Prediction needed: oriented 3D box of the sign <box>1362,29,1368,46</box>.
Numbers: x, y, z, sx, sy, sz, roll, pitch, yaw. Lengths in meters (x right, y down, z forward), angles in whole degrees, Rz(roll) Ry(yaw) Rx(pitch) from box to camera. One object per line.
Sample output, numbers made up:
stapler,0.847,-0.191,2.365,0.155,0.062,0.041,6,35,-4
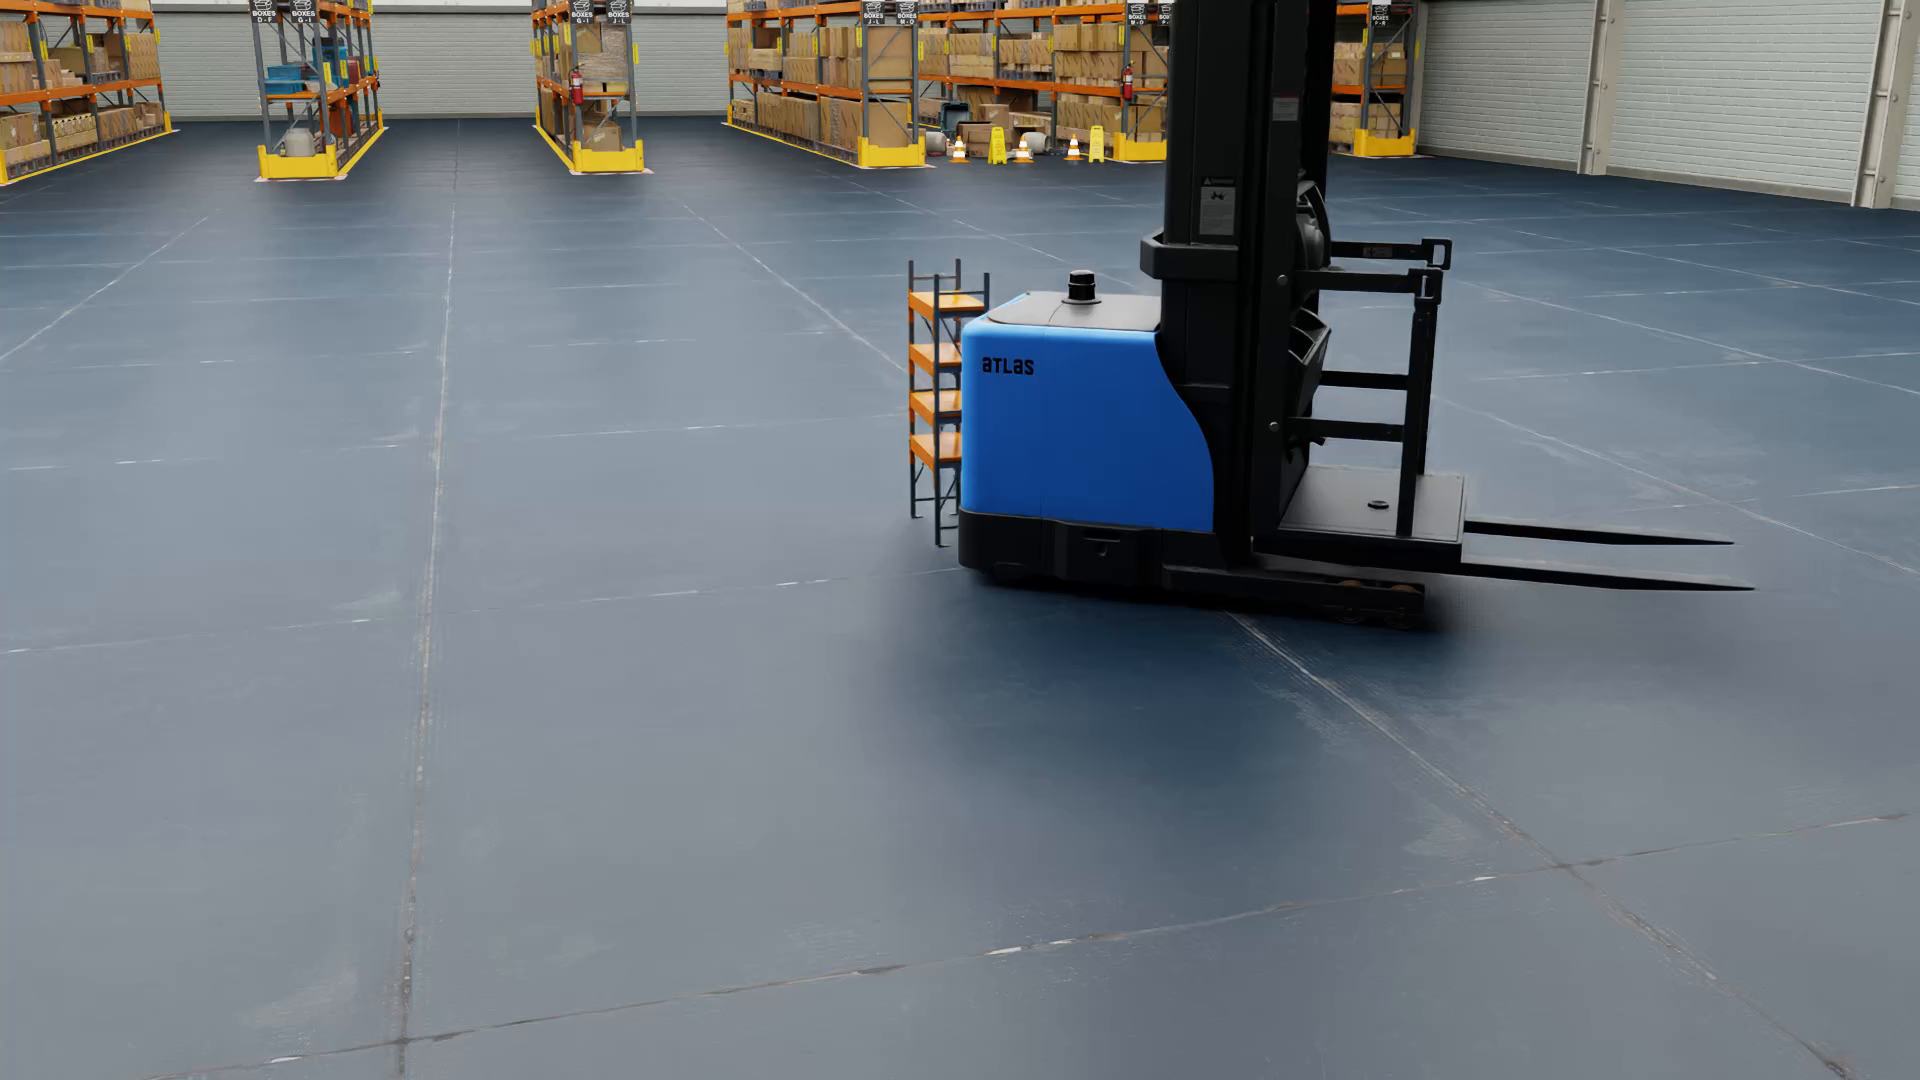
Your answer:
sign,7.744,-9.597,31.763,0.100,0.325,0.005,-5,17,-15

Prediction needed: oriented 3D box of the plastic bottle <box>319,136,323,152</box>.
plastic bottle,-11.520,-7.185,30.128,0.152,0.276,0.135,-5,17,-15

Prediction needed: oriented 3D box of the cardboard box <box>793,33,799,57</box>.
cardboard box,-3.178,-10.630,35.715,0.700,0.500,0.500,-5,17,-16

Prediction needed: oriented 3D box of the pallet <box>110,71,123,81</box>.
pallet,-18.739,-10.007,35.885,1.003,0.211,1.213,-5,17,-15

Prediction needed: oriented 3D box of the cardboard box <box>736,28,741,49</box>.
cardboard box,-5.353,-12.680,42.021,0.500,0.500,0.500,-5,18,-17

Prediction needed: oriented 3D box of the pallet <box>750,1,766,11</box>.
pallet,-4.176,-12.355,38.483,1.213,0.211,1.003,-5,17,-15

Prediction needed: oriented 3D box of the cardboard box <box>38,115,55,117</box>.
cardboard box,-17.741,-8.062,32.152,0.500,0.311,0.500,-5,17,-17

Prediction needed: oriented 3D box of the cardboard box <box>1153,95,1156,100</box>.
cardboard box,5.135,-11.266,42.232,0.380,0.149,0.250,-5,17,-16

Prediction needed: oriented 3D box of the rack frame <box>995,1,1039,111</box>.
rack frame,1.300,-10.787,38.150,1.000,3.000,0.127,-5,17,-15

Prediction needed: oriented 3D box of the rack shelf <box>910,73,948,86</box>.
rack shelf,-0.349,-12.103,43.779,1.077,0.370,4.000,-5,17,-15

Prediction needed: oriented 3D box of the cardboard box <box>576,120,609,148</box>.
cardboard box,-6.893,-7.630,31.254,0.500,0.500,0.500,1,17,2

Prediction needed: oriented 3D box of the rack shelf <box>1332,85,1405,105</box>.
rack shelf,7.720,-9.177,34.039,1.077,0.370,4.000,-5,17,-15

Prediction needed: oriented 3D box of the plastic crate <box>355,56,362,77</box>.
plastic crate,-14.094,-11.045,38.792,0.402,0.464,0.583,-5,17,-15

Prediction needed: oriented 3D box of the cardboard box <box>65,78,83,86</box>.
cardboard box,-17.242,-8.875,32.219,0.380,0.149,0.250,-5,17,-15

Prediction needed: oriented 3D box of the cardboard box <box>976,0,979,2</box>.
cardboard box,0.585,-12.714,38.854,0.396,0.266,0.258,-5,17,-17

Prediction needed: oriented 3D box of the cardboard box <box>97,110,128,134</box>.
cardboard box,-18.178,-8.952,35.620,0.500,0.500,0.500,-4,17,-15

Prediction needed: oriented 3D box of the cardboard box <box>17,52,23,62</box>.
cardboard box,-16.161,-8.202,28.243,0.380,0.149,0.250,-5,17,-15

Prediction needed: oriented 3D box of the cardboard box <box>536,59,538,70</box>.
cardboard box,-10.271,-11.851,41.434,0.500,0.250,0.500,-5,18,-17

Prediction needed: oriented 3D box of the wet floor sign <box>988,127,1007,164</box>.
wet floor sign,0.678,-7.176,30.221,0.267,0.644,0.232,-8,18,-25

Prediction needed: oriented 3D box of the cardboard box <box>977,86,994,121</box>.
cardboard box,0.949,-10.416,39.876,0.875,0.875,0.875,-4,17,-15

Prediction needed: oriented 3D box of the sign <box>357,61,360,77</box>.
sign,-12.464,-9.736,34.366,0.100,0.325,0.005,-5,17,-15

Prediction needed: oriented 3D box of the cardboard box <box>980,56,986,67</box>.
cardboard box,0.778,-11.210,38.950,0.500,0.250,0.500,-5,17,-17

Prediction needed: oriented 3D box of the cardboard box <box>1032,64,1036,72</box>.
cardboard box,1.758,-10.095,35.553,0.380,0.149,0.250,-5,17,-15

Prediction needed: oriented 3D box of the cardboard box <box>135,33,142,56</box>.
cardboard box,-18.996,-11.292,37.920,0.500,0.500,0.500,-5,17,-17

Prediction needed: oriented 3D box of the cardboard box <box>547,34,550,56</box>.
cardboard box,-9.145,-11.463,38.481,0.797,0.503,0.637,-5,17,-17

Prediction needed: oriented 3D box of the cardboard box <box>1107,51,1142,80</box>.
cardboard box,3.084,-8.893,31.154,0.500,0.500,0.500,-5,17,-16

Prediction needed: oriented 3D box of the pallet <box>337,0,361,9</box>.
pallet,-13.466,-11.542,35.778,1.003,0.211,1.213,-5,17,-15

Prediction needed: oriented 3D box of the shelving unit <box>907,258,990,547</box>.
shelving unit,-0.054,-0.621,7.434,0.258,1.200,0.503,-4,17,-14

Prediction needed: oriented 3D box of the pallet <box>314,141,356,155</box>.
pallet,-12.484,-7.723,32.795,1.003,0.211,1.213,-5,17,-15

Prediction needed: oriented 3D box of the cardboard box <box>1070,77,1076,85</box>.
cardboard box,2.433,-9.240,33.436,0.380,0.149,0.250,-4,17,-14

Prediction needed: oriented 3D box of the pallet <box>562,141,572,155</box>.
pallet,-7.345,-7.777,32.976,1.003,0.211,1.213,-5,17,-15

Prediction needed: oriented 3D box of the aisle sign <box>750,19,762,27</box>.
aisle sign,-5.362,-13.870,43.894,0.394,0.787,0.004,-5,17,-15

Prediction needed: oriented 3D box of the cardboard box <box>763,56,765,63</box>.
cardboard box,-4.290,-10.977,37.970,0.380,0.149,0.250,-5,17,-16

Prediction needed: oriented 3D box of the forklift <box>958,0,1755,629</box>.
forklift,1.568,-1.236,6.471,3.031,2.935,1.130,5,17,17

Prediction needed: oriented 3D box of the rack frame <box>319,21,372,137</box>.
rack frame,-14.090,-10.719,37.922,1.000,3.000,0.127,-5,17,-15

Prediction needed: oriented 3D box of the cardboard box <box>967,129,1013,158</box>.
cardboard box,0.581,-7.665,32.094,0.637,0.503,0.797,11,20,32

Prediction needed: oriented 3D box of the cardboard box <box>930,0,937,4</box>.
cardboard box,-0.489,-14.164,43.101,0.500,0.500,0.500,-4,17,-14

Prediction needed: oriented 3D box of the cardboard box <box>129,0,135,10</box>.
cardboard box,-19.019,-12.124,37.647,0.500,0.250,0.500,-5,17,-15

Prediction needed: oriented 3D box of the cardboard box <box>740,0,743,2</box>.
cardboard box,-5.182,-13.475,41.275,0.500,0.250,0.500,-4,17,-13

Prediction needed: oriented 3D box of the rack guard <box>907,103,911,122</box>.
rack guard,-0.905,-11.810,45.899,1.175,0.500,0.348,-5,17,-15

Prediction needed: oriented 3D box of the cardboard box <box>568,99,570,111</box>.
cardboard box,-8.016,-9.194,35.121,0.500,0.250,0.500,-4,17,-13

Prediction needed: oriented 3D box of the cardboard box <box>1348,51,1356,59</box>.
cardboard box,7.806,-9.469,32.459,0.380,0.149,0.250,-4,17,-14

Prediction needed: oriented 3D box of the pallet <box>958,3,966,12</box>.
pallet,0.500,-12.989,40.599,0.805,0.209,1.217,-5,18,-17

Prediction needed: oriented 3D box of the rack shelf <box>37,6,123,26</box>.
rack shelf,-18.304,-10.867,34.452,1.077,0.370,4.000,-5,17,-15

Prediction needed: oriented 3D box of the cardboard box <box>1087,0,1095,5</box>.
cardboard box,2.666,-10.389,32.046,0.380,0.149,0.250,-5,17,-16

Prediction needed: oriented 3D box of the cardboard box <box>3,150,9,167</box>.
cardboard box,-15.490,-6.059,26.459,0.500,0.250,0.500,-5,17,-15

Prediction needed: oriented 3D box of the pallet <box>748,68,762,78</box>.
pallet,-4.461,-11.160,39.723,1.003,0.211,1.213,-5,17,-15

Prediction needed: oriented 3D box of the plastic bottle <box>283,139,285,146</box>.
plastic bottle,-11.762,-6.851,29.015,0.152,0.276,0.135,-5,17,-15

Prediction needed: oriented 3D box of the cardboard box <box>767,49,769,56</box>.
cardboard box,-4.146,-10.975,37.448,0.380,0.149,0.250,-4,17,-14

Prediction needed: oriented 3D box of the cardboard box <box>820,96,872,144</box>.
cardboard box,-2.227,-8.266,32.719,0.875,0.875,0.875,-4,17,-14

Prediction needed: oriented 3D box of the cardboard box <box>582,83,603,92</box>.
cardboard box,-6.307,-7.733,28.420,0.380,0.149,0.250,-5,17,-15
